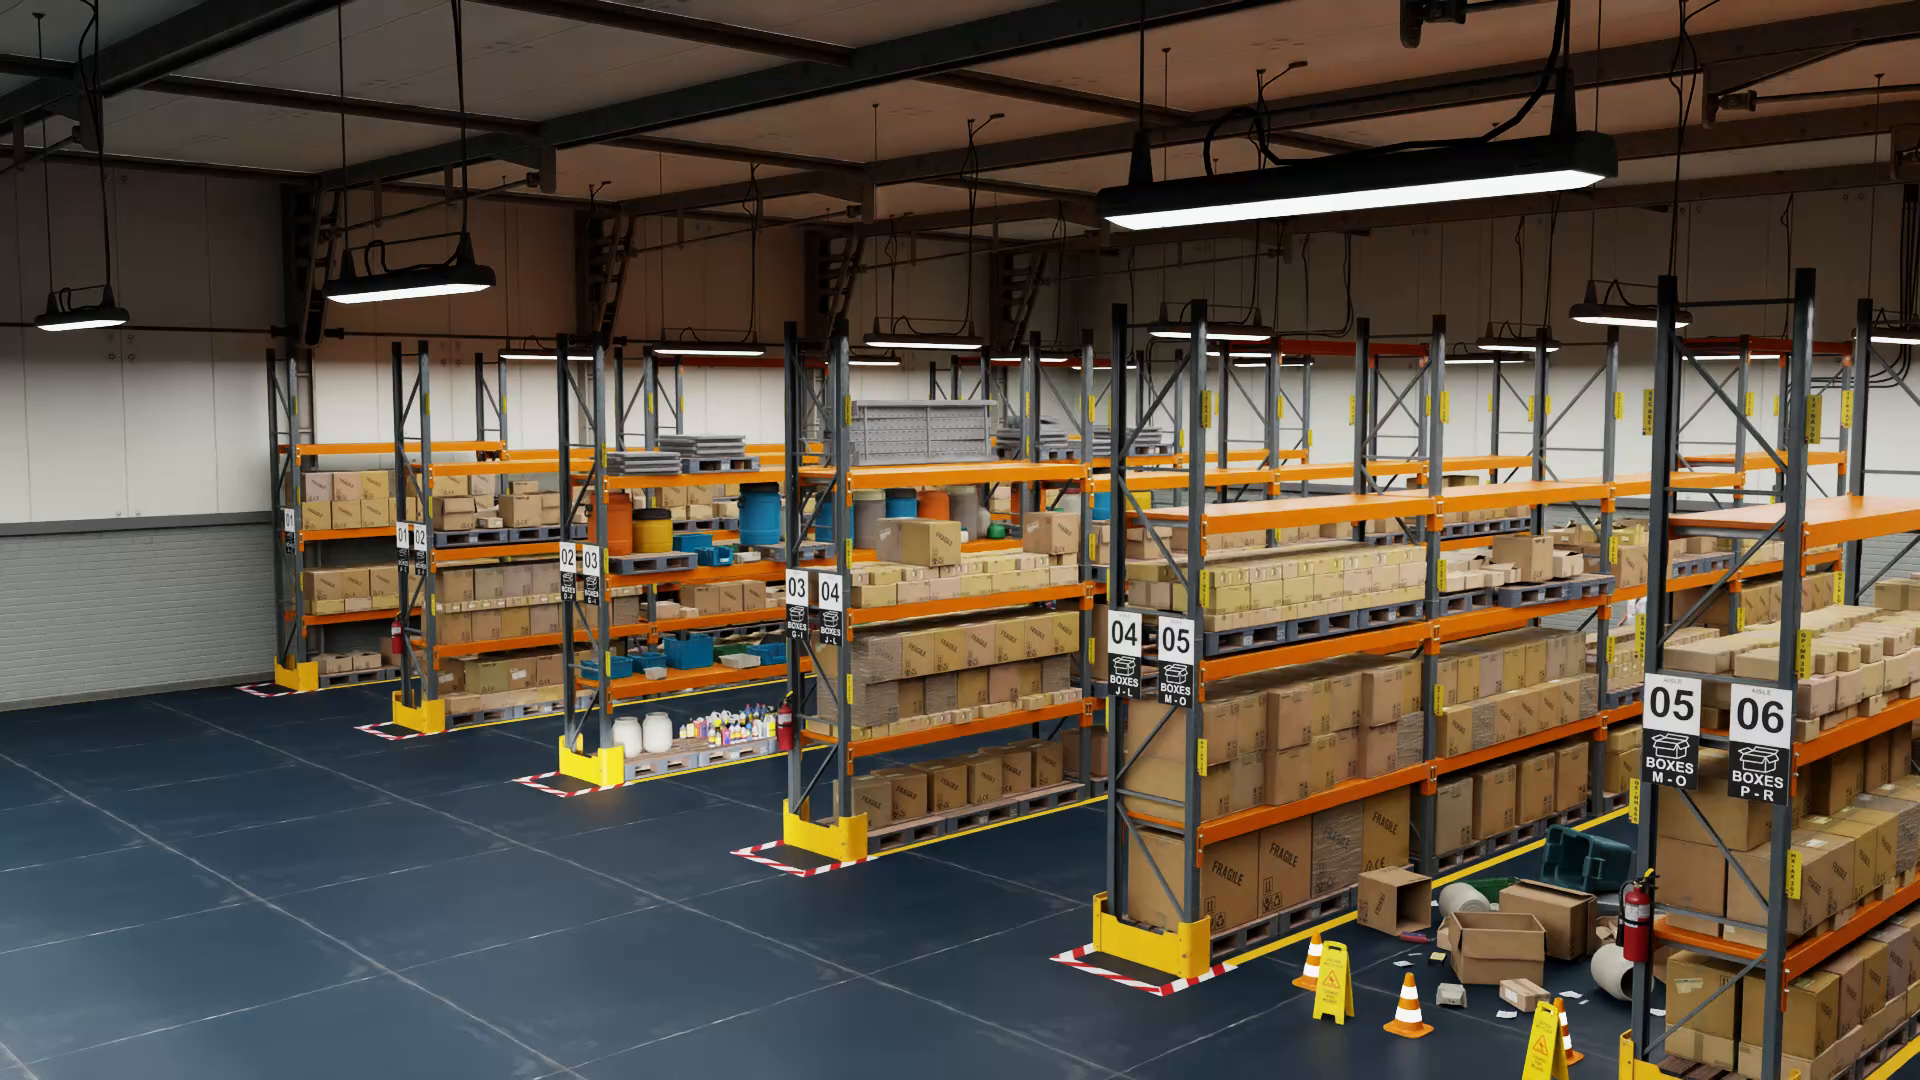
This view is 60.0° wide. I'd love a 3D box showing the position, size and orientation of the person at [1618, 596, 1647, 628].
[{"bbox_3d":[12.827,1.558,31.514,1.108,1.688,0.559,-1,5,-8],"label":"person"}]
